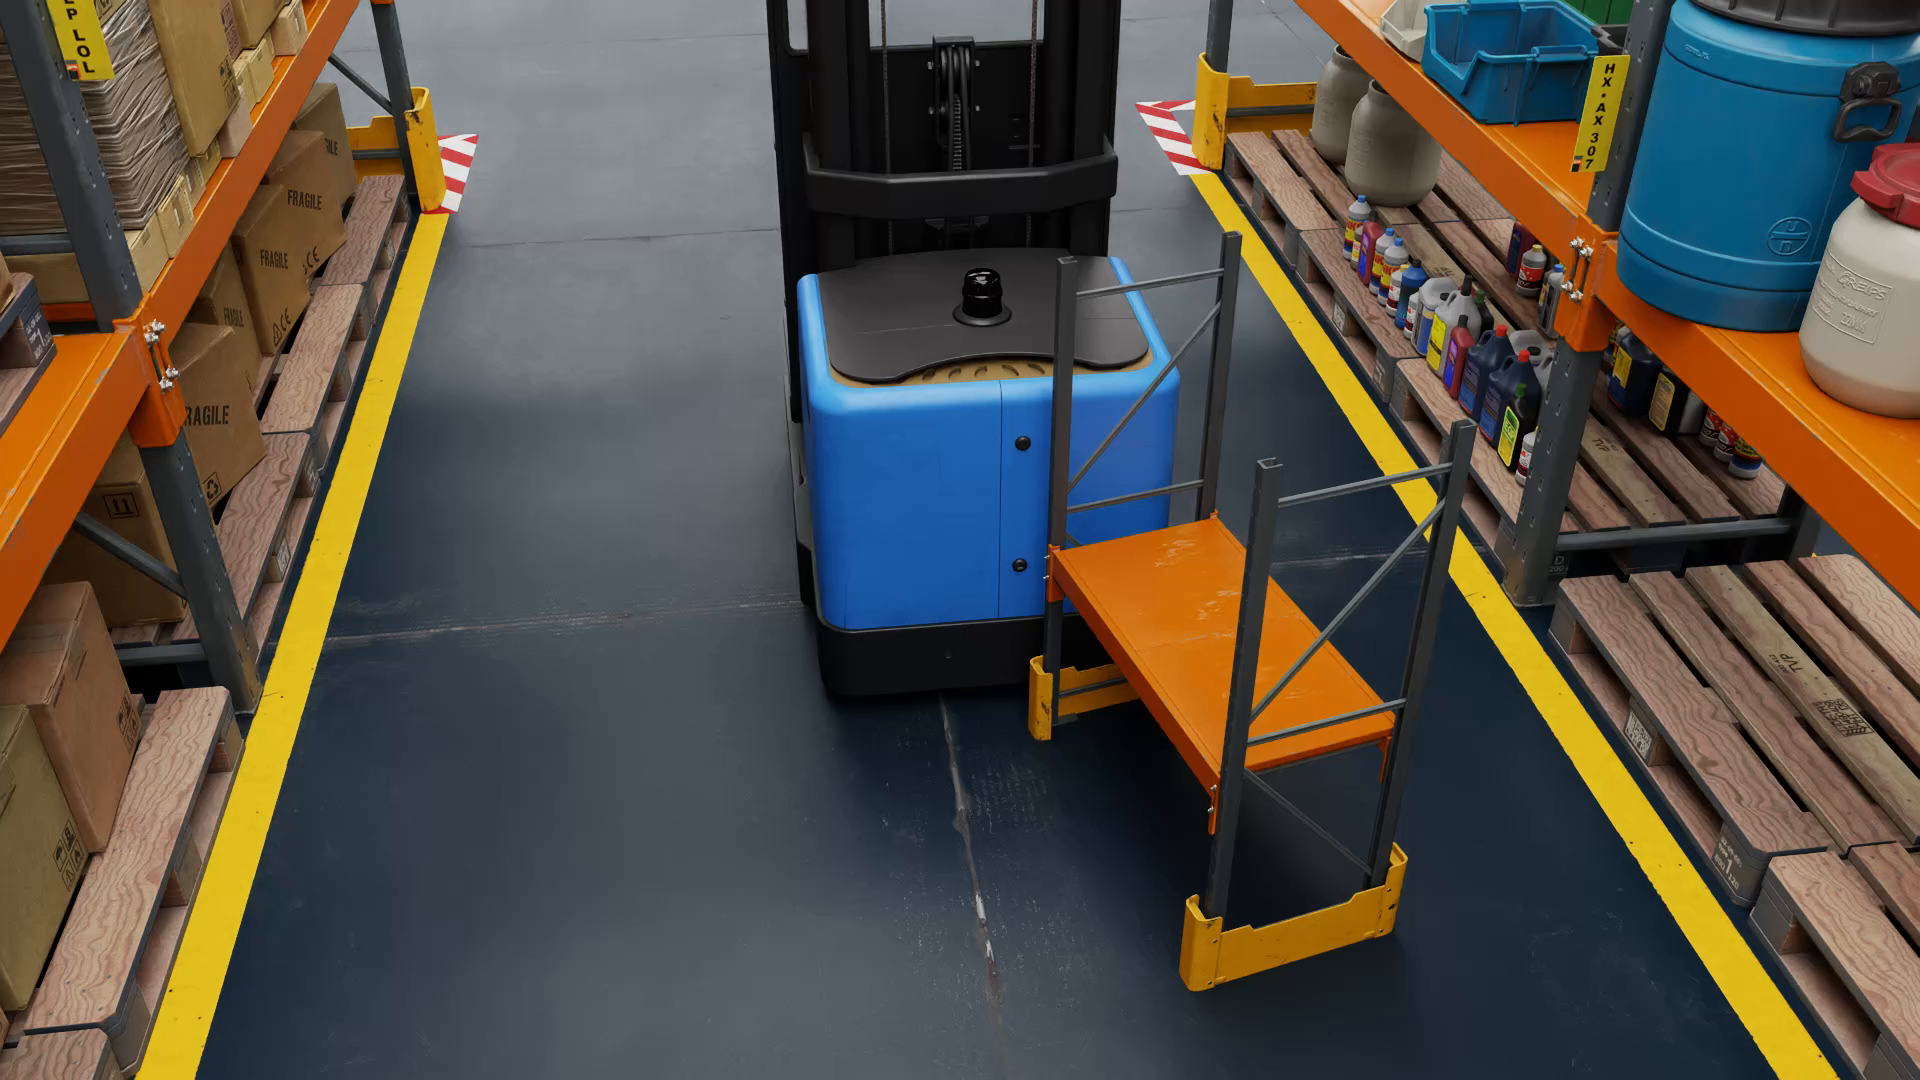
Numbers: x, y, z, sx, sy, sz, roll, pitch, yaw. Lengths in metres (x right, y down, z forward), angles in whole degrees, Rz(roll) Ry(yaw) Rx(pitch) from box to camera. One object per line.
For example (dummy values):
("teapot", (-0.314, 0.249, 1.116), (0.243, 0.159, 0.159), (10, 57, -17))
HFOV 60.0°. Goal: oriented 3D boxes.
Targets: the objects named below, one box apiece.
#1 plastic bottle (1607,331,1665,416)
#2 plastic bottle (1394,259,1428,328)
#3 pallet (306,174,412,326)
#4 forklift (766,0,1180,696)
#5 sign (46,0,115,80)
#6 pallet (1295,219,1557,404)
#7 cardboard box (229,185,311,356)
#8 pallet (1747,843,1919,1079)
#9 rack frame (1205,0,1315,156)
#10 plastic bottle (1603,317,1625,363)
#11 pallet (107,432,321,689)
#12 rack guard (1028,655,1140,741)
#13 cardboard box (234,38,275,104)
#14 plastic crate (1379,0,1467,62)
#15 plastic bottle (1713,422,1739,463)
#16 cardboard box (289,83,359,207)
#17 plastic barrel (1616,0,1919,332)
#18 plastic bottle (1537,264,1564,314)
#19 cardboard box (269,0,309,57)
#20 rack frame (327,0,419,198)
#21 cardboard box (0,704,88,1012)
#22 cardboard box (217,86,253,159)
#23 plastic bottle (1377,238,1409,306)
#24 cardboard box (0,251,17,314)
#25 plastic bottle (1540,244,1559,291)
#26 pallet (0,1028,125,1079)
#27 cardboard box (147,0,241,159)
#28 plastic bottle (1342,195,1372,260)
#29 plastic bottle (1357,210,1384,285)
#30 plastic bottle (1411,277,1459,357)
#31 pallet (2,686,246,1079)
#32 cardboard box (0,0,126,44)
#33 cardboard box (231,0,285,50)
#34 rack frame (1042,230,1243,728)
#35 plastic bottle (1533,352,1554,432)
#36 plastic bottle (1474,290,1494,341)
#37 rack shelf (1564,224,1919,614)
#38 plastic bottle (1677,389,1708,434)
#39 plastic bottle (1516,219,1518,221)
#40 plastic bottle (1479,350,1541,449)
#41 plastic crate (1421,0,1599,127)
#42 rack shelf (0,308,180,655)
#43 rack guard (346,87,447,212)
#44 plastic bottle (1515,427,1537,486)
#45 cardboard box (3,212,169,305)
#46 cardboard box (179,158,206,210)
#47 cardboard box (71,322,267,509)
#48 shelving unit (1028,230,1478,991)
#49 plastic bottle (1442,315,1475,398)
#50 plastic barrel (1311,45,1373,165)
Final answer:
("plastic bottle", (2.456, -0.641, 5.989), (0.144, 0.351, 0.185), (-4, 35, -6))
("plastic bottle", (1.780, -0.974, 6.548), (0.097, 0.271, 0.097), (0, 34, 0))
("pallet", (-3.065, -1.290, 7.455), (1.003, 0.211, 1.213), (-4, 35, -6))
("forklift", (-0.081, -1.563, 5.441), (1.130, 2.935, 3.031), (-4, 34, -6))
("sign", (-2.062, -1.231, 3.864), (0.100, 0.325, 0.005), (-4, 35, -6))
("pallet", (2.080, -0.991, 7.017), (1.003, 0.211, 1.213), (-4, 35, -6))
("cardboard box", (-2.903, -1.049, 6.473), (0.500, 0.500, 0.500), (-1, 34, -2))
("pallet", (2.608, 1.187, 3.821), (1.003, 0.211, 1.213), (-4, 35, -6))
("rack frame", (1.758, -3.315, 7.951), (1.000, 3.000, 0.127), (-4, 35, -6))
("plastic bottle", (2.517, -0.804, 6.298), (0.097, 0.271, 0.097), (0, 34, 0))
("pallet", (-2.737, 0.072, 5.457), (1.003, 0.211, 1.213), (-4, 35, -6))
("rack guard", (0.486, 0.411, 4.924), (0.587, 0.250, 0.087), (-12, 36, -17))
("cardboard box", (-2.558, -1.583, 5.633), (0.380, 0.149, 0.250), (-4, 35, -6))
("plastic crate", (1.827, -1.861, 6.052), (0.530, 0.136, 0.437), (-4, 35, -6))
("plastic bottle", (2.674, -0.376, 5.733), (0.097, 0.201, 0.097), (0, 34, 0))
("cardboard box", (-3.082, -1.731, 7.473), (0.500, 0.500, 0.500), (2, 34, 2))
("plastic barrel", (2.048, -1.052, 4.185), (0.600, 0.901, 0.708), (-4, 35, -6))
("plastic bottle", (2.377, -1.003, 6.653), (0.097, 0.201, 0.097), (0, 34, 0))
("cardboard box", (-2.601, -1.864, 6.045), (0.380, 0.149, 0.250), (-4, 35, -6))
("rack frame", (-3.150, -2.940, 7.401), (1.000, 3.000, 0.127), (-4, 35, -6))
("cardboard box", (-2.505, 0.755, 3.808), (0.700, 0.500, 0.500), (-5, 35, -7))
("cardboard box", (-2.460, -1.306, 5.227), (0.380, 0.149, 0.250), (-4, 35, -6))
("plastic bottle", (1.753, -1.087, 6.714), (0.097, 0.271, 0.097), (0, 34, 0))
("cardboard box", (-2.644, -0.676, 3.172), (1.000, 1.000, 1.000), (-4, 34, -6))
("plastic bottle", (2.465, -1.160, 6.816), (0.152, 0.276, 0.135), (-5, 35, -8))
("pallet", (-2.338, 1.561, 3.272), (1.003, 0.211, 1.213), (-4, 35, -6))
("cardboard box", (-2.643, -1.410, 4.802), (0.875, 0.500, 0.500), (-4, 35, -6))
("plastic bottle", (1.693, -1.334, 7.077), (0.097, 0.271, 0.097), (0, 34, 0))
("plastic bottle", (1.706, -1.212, 6.886), (0.061, 0.283, 0.133), (-4, 34, -6))
("plastic bottle", (1.837, -0.855, 6.370), (0.152, 0.276, 0.135), (-4, 34, -6))
("pallet", (-2.506, 0.878, 4.273), (1.003, 0.211, 1.213), (-4, 35, -6))
("cardboard box", (-2.420, -1.556, 4.129), (0.500, 0.500, 0.500), (-4, 35, -6))
("cardboard box", (-2.837, -1.963, 5.615), (0.875, 0.500, 0.500), (-4, 35, -6))
("rack frame", (0.479, -0.115, 4.587), (0.500, 1.500, 0.032), (-12, 36, -17))
("plastic bottle", (2.067, -0.519, 5.809), (0.144, 0.351, 0.185), (-4, 35, -6))
("plastic bottle", (1.953, -0.790, 6.266), (0.061, 0.283, 0.133), (-4, 35, -6))
("rack shelf", (2.565, 0.330, 3.241), (1.077, 0.370, 4.000), (-4, 35, -6))
("plastic bottle", (2.617, -0.529, 5.890), (0.152, 0.276, 0.135), (-3, 34, -5))
("plastic bottle", (2.440, -1.349, 7.160), (0.097, 0.201, 0.097), (0, 34, 0))
("plastic bottle", (1.924, -0.508, 5.793), (0.144, 0.351, 0.185), (-5, 35, -8))
("plastic crate", (1.878, -1.619, 5.594), (0.499, 0.251, 0.616), (-4, 35, -6))
("rack shelf", (-2.343, 0.705, 2.690), (1.077, 0.370, 4.000), (-4, 35, -6))
("rack guard", (-3.140, -1.865, 8.043), (1.175, 0.500, 0.348), (-4, 35, -6))
("plastic bottle", (1.939, -0.288, 5.603), (0.097, 0.201, 0.097), (0, 34, 0))
("cardboard box", (-2.343, -0.747, 4.406), (0.380, 0.149, 0.250), (-4, 35, -6))
("cardboard box", (-2.424, -1.025, 4.814), (0.380, 0.149, 0.250), (-4, 35, -6))
("cardboard box", (-2.711, -0.394, 5.511), (0.500, 0.500, 0.500), (6, 35, 9))
("shelving unit", (0.659, 0.158, 4.186), (0.587, 1.500, 1.083), (-12, 36, -17))
("plastic bottle", (1.835, -0.675, 6.098), (0.061, 0.283, 0.133), (-2, 34, -3))
("plastic barrel", (1.922, -2.099, 8.003), (0.421, 0.512, 0.421), (0, 34, 0))
